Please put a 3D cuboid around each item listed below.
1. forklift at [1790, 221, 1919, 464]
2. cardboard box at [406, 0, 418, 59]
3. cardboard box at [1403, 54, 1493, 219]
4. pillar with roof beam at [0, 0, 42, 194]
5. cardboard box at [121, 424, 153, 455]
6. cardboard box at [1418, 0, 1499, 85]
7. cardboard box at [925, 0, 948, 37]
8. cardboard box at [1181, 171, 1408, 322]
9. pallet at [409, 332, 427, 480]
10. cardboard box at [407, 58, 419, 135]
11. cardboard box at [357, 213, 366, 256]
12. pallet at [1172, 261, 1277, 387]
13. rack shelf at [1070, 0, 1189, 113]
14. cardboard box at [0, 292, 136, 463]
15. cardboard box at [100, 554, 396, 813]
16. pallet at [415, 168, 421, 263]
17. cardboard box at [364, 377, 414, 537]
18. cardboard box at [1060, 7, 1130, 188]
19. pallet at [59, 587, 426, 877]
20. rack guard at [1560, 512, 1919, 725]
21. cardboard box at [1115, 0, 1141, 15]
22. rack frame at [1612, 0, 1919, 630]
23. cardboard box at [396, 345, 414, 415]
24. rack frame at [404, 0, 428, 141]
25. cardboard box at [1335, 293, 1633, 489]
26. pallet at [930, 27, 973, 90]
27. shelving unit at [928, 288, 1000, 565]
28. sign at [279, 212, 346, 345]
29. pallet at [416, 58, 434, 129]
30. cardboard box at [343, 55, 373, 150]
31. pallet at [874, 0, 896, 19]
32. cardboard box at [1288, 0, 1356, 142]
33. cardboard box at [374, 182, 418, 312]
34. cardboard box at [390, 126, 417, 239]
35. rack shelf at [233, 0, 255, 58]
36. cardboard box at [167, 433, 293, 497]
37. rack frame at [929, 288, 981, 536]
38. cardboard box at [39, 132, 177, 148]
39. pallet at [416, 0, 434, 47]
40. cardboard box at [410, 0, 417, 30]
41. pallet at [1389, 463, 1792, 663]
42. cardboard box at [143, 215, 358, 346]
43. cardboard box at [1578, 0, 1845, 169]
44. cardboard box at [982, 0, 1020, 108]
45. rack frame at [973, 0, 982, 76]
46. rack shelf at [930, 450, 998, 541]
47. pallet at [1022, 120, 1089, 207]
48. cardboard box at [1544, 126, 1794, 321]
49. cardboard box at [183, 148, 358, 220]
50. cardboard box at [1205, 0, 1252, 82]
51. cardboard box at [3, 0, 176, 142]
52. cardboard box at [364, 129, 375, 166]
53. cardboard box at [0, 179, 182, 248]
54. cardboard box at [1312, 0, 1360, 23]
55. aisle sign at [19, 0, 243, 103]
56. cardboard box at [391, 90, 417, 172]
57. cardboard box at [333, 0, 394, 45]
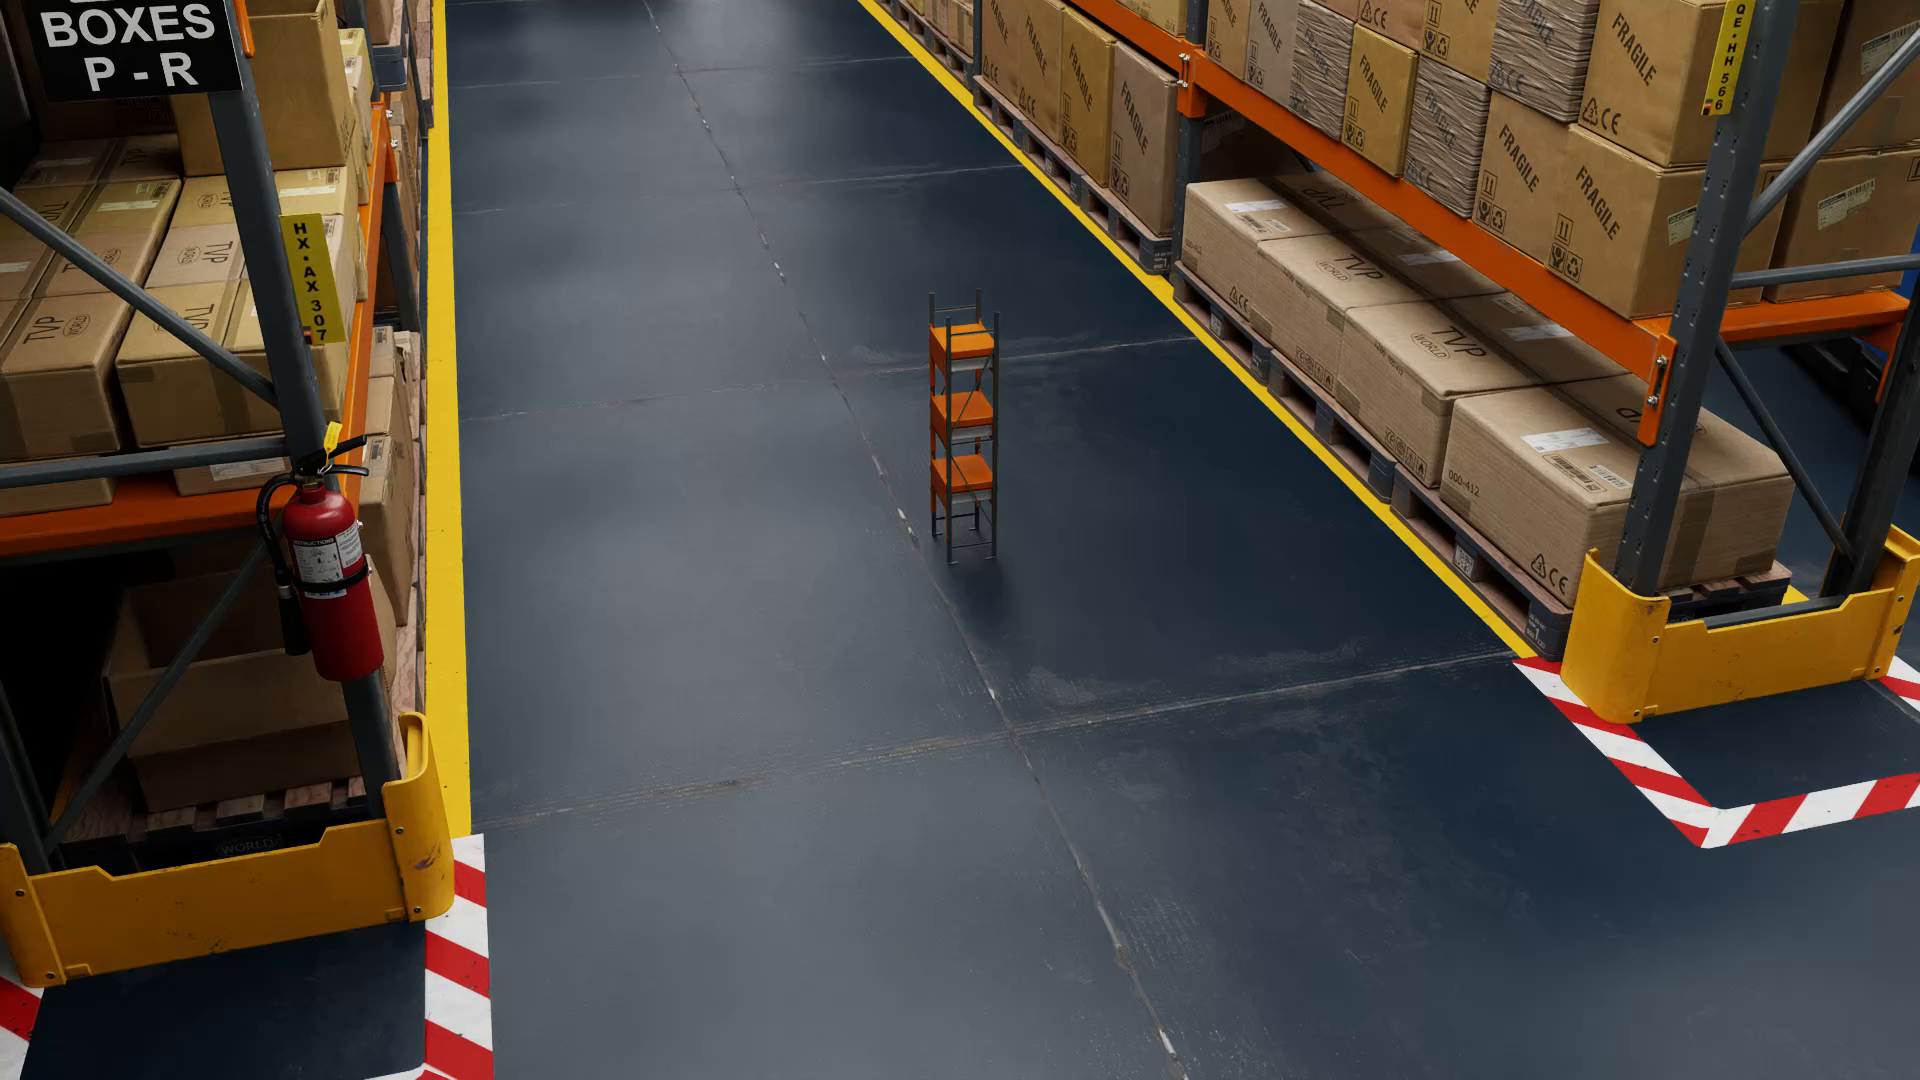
[{"bbox_3d":[4.693,-2.231,7.678,1.130,2.935,3.031,0,30,0],"label":"forklift"},{"bbox_3d":[-4.524,-3.808,12.286,0.875,0.625,0.625,-7,31,-12],"label":"cardboard box"},{"bbox_3d":[2.070,-1.567,6.363,0.500,0.500,0.500,-7,31,-12],"label":"cardboard box"},{"bbox_3d":[0.338,-4.817,6.090,9.100,9.000,0.400,-8,31,-13],"label":"pillar with roof beam"},{"bbox_3d":[-2.422,-0.319,4.557,0.380,0.149,0.250,-7,31,-12],"label":"cardboard box"},{"bbox_3d":[2.065,-1.999,6.112,0.500,0.500,0.500,-8,31,-14],"label":"cardboard box"},{"bbox_3d":[0.250,-4.372,13.513,0.950,0.372,0.625,-8,31,-14],"label":"cardboard box"},{"bbox_3d":[1.719,-1.522,8.523,0.875,0.438,0.875,-8,31,-14],"label":"cardboard box"},{"bbox_3d":[-2.948,-0.566,7.517,1.003,0.211,1.213,-8,31,-13],"label":"pallet"},{"bbox_3d":[-3.871,-2.961,10.947,0.500,0.500,0.500,-7,31,-12],"label":"cardboard box"},{"bbox_3d":[-2.273,-1.012,5.755,0.380,0.149,0.250,-7,31,-12],"label":"cardboard box"},{"bbox_3d":[1.782,-1.182,8.581,1.003,0.211,1.213,-8,31,-13],"label":"pallet"},{"bbox_3d":[1.125,-3.421,10.384,1.077,0.370,4.000,-8,31,-13],"label":"rack shelf"},{"bbox_3d":[-2.445,-0.423,4.340,0.500,0.250,0.500,-7,31,-12],"label":"cardboard box"},{"bbox_3d":[-2.138,0.418,5.106,0.797,0.503,0.637,-9,31,-15],"label":"cardboard box"},{"bbox_3d":[-3.709,-1.876,9.780,1.003,0.211,1.213,-8,31,-13],"label":"pallet"},{"bbox_3d":[-2.371,-0.267,6.293,0.500,0.500,0.500,-7,31,-12],"label":"cardboard box"},{"bbox_3d":[1.167,-2.752,10.213,0.875,0.875,0.875,-7,31,-12],"label":"cardboard box"},{"bbox_3d":[-2.300,0.613,5.481,1.003,0.211,1.213,-8,31,-13],"label":"pallet"},{"bbox_3d":[2.724,0.259,5.803,1.175,0.500,0.348,-8,31,-13],"label":"rack guard"},{"bbox_3d":[1.160,-3.131,9.314,0.500,0.250,0.500,-8,31,-14],"label":"cardboard box"},{"bbox_3d":[2.717,-0.834,5.197,1.000,3.000,0.127,-8,31,-13],"label":"rack frame"},{"bbox_3d":[-2.603,-0.700,7.276,0.396,0.266,0.258,-7,31,-11],"label":"cardboard box"},{"bbox_3d":[-4.191,-4.036,10.729,1.000,3.000,0.127,-8,31,-13],"label":"rack frame"},{"bbox_3d":[2.195,-0.654,7.023,0.875,0.438,0.875,-7,31,-12],"label":"cardboard box"},{"bbox_3d":[0.388,-3.869,13.224,1.003,0.211,1.213,-8,31,-13],"label":"pallet"},{"bbox_3d":[0.014,-0.429,6.442,0.215,1.050,0.252,-8,31,-13],"label":"shelving unit"},{"bbox_3d":[-1.544,-0.619,3.962,0.100,0.325,0.005,-8,31,-13],"label":"sign"},{"bbox_3d":[-4.371,-3.232,12.124,1.003,0.211,1.213,-8,31,-13],"label":"pallet"},{"bbox_3d":[-2.611,-1.715,6.571,0.500,0.250,0.500,-8,31,-13],"label":"cardboard box"},{"bbox_3d":[-0.260,-5.047,15.260,1.003,0.211,1.213,-8,31,-13],"label":"pallet"},{"bbox_3d":[1.783,-2.063,7.221,0.500,0.500,0.500,-8,31,-13],"label":"cardboard box"},{"bbox_3d":[-3.040,-1.468,8.368,0.500,0.500,0.500,-7,31,-11],"label":"cardboard box"},{"bbox_3d":[-3.319,-1.965,9.227,0.500,0.500,0.500,-9,31,-15],"label":"cardboard box"},{"bbox_3d":[-2.598,-2.125,5.151,1.077,0.370,4.000,-8,31,-13],"label":"rack shelf"},{"bbox_3d":[-1.890,-0.259,4.454,0.380,0.149,0.250,-8,31,-14],"label":"cardboard box"},{"bbox_3d":[-0.018,-0.487,6.544,0.200,1.050,0.008,-8,31,-13],"label":"rack frame"},{"bbox_3d":[-2.983,-1.402,6.031,0.500,0.250,0.500,-7,31,-12],"label":"cardboard box"},{"bbox_3d":[-5.019,-4.411,14.160,1.003,0.211,1.213,-8,31,-13],"label":"pallet"},{"bbox_3d":[-4.904,-4.496,13.475,0.875,0.625,0.625,-8,31,-14],"label":"cardboard box"},{"bbox_3d":[2.430,-0.003,6.545,1.003,0.211,1.213,-8,31,-13],"label":"pallet"},{"bbox_3d":[-2.062,-0.735,4.878,0.500,0.250,0.500,-8,31,-13],"label":"cardboard box"},{"bbox_3d":[2.360,-1.512,5.269,0.500,0.500,0.500,-7,31,-12],"label":"cardboard box"},{"bbox_3d":[0.697,-3.616,11.704,0.875,0.875,0.875,-8,31,-14],"label":"cardboard box"},{"bbox_3d":[0.594,-4.698,11.873,1.000,3.000,0.127,-8,31,-13],"label":"rack frame"},{"bbox_3d":[0.014,-0.179,6.587,0.215,0.259,0.240,-8,31,-13],"label":"rack shelf"},{"bbox_3d":[1.051,-2.512,10.880,1.003,0.211,1.213,-8,31,-13],"label":"pallet"},{"bbox_3d":[2.334,-1.075,5.514,0.500,0.500,0.500,-8,31,-13],"label":"cardboard box"},{"bbox_3d":[-2.356,-1.223,5.722,0.500,0.250,0.500,-9,31,-15],"label":"cardboard box"},{"bbox_3d":[1.528,-2.548,8.058,0.500,0.500,0.500,-7,31,-12],"label":"cardboard box"},{"bbox_3d":[-2.990,-1.738,5.863,0.500,0.500,0.500,-9,31,-15],"label":"cardboard box"},{"bbox_3d":[-2.618,-1.630,6.823,0.380,0.149,0.250,-7,31,-12],"label":"cardboard box"},{"bbox_3d":[-2.708,-0.912,5.185,0.500,0.250,0.500,-7,31,-12],"label":"cardboard box"},{"bbox_3d":[1.802,-2.486,6.953,0.500,0.500,0.500,-7,31,-12],"label":"cardboard box"},{"bbox_3d":[-1.766,-1.304,3.413,0.394,0.787,0.004,-8,31,-13],"label":"aisle sign"},{"bbox_3d":[-3.607,-2.465,10.091,0.500,0.500,0.500,-7,31,-11],"label":"cardboard box"},{"bbox_3d":[-3.042,-2.593,7.716,0.700,0.500,0.500,-7,31,-12],"label":"cardboard box"}]
